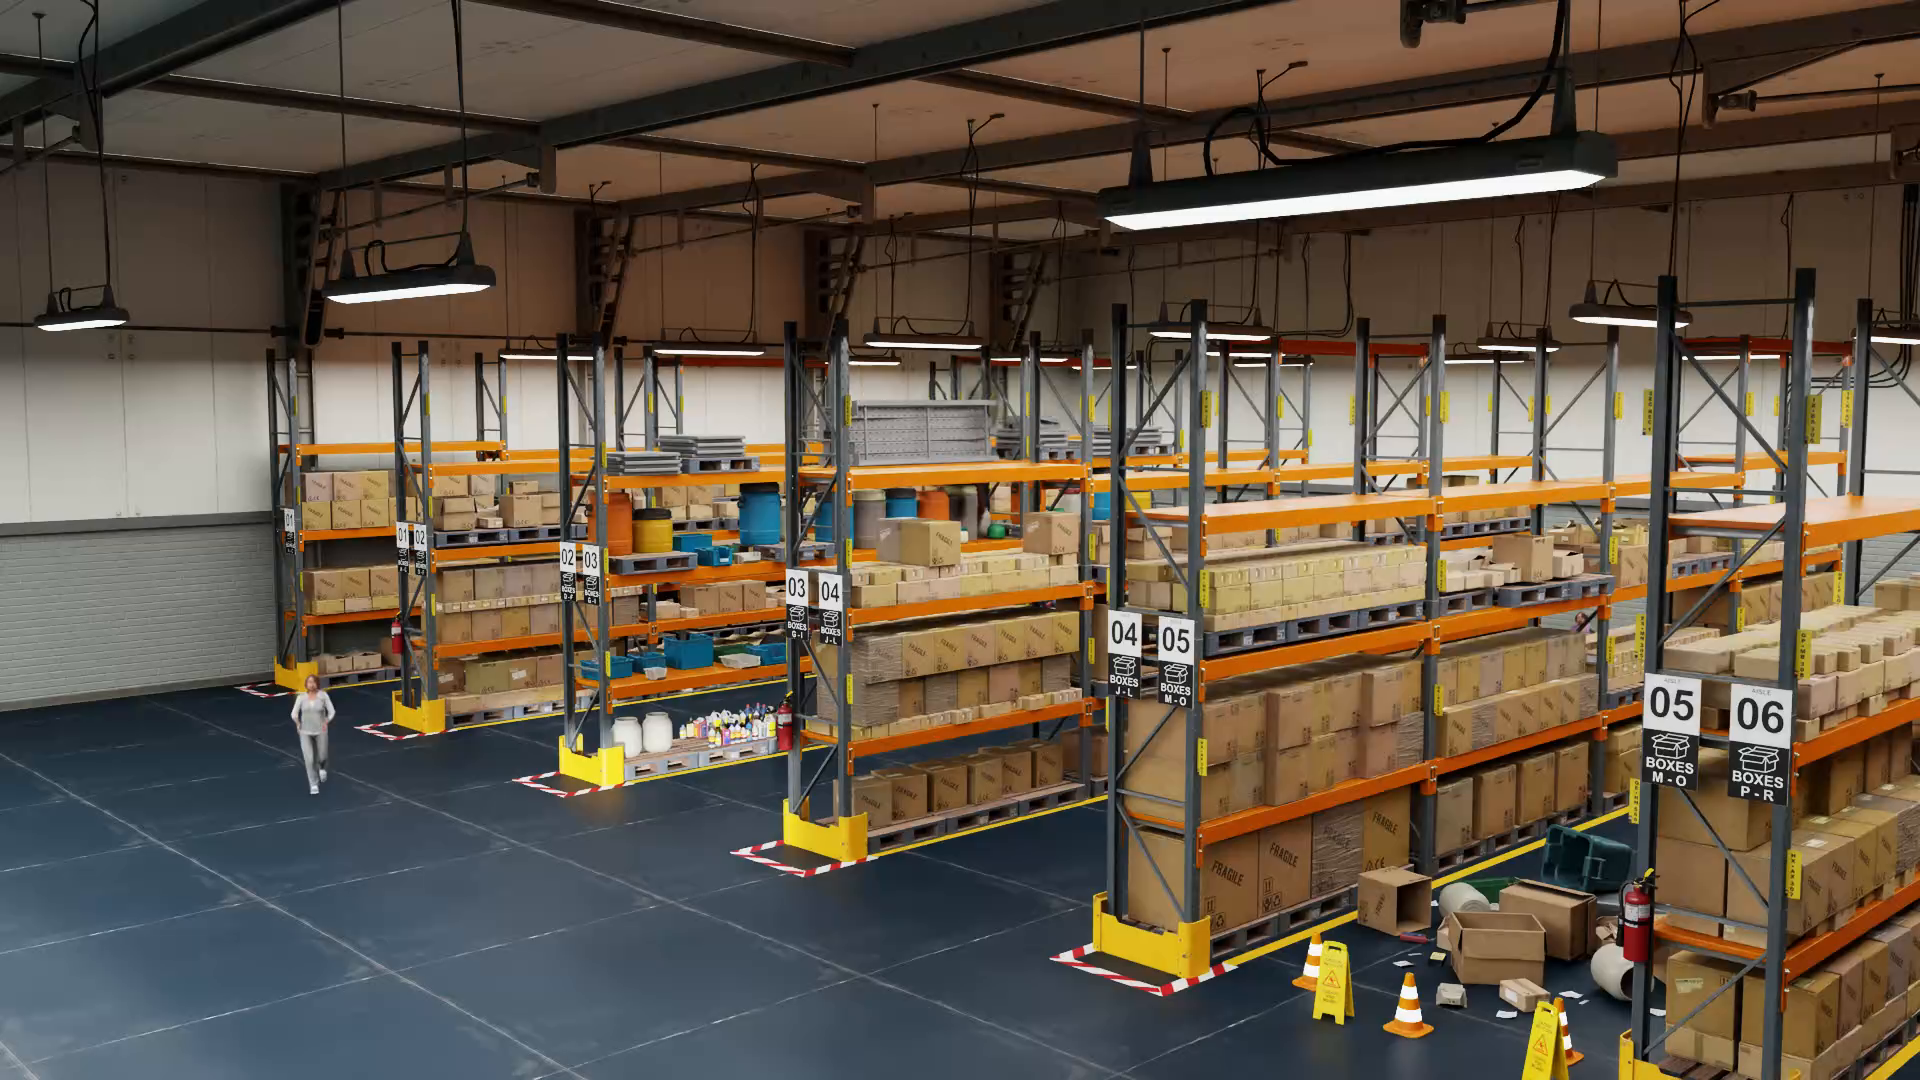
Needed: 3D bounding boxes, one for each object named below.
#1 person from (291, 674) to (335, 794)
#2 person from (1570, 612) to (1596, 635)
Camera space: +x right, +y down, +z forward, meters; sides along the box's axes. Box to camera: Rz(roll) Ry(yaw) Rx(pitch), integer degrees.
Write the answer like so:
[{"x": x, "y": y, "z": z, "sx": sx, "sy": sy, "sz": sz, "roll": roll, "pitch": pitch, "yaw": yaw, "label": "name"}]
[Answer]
[{"x": -8.436, "y": 2.517, "z": 21.687, "sx": 0.534, "sy": 1.543, "sz": 0.566, "roll": -2, "pitch": 5, "yaw": -19, "label": "person"}, {"x": 10.488, "y": 1.976, "z": 28.034, "sx": 0.564, "sy": 1.556, "sz": 0.525, "roll": 3, "pitch": 6, "yaw": 32, "label": "person"}]
